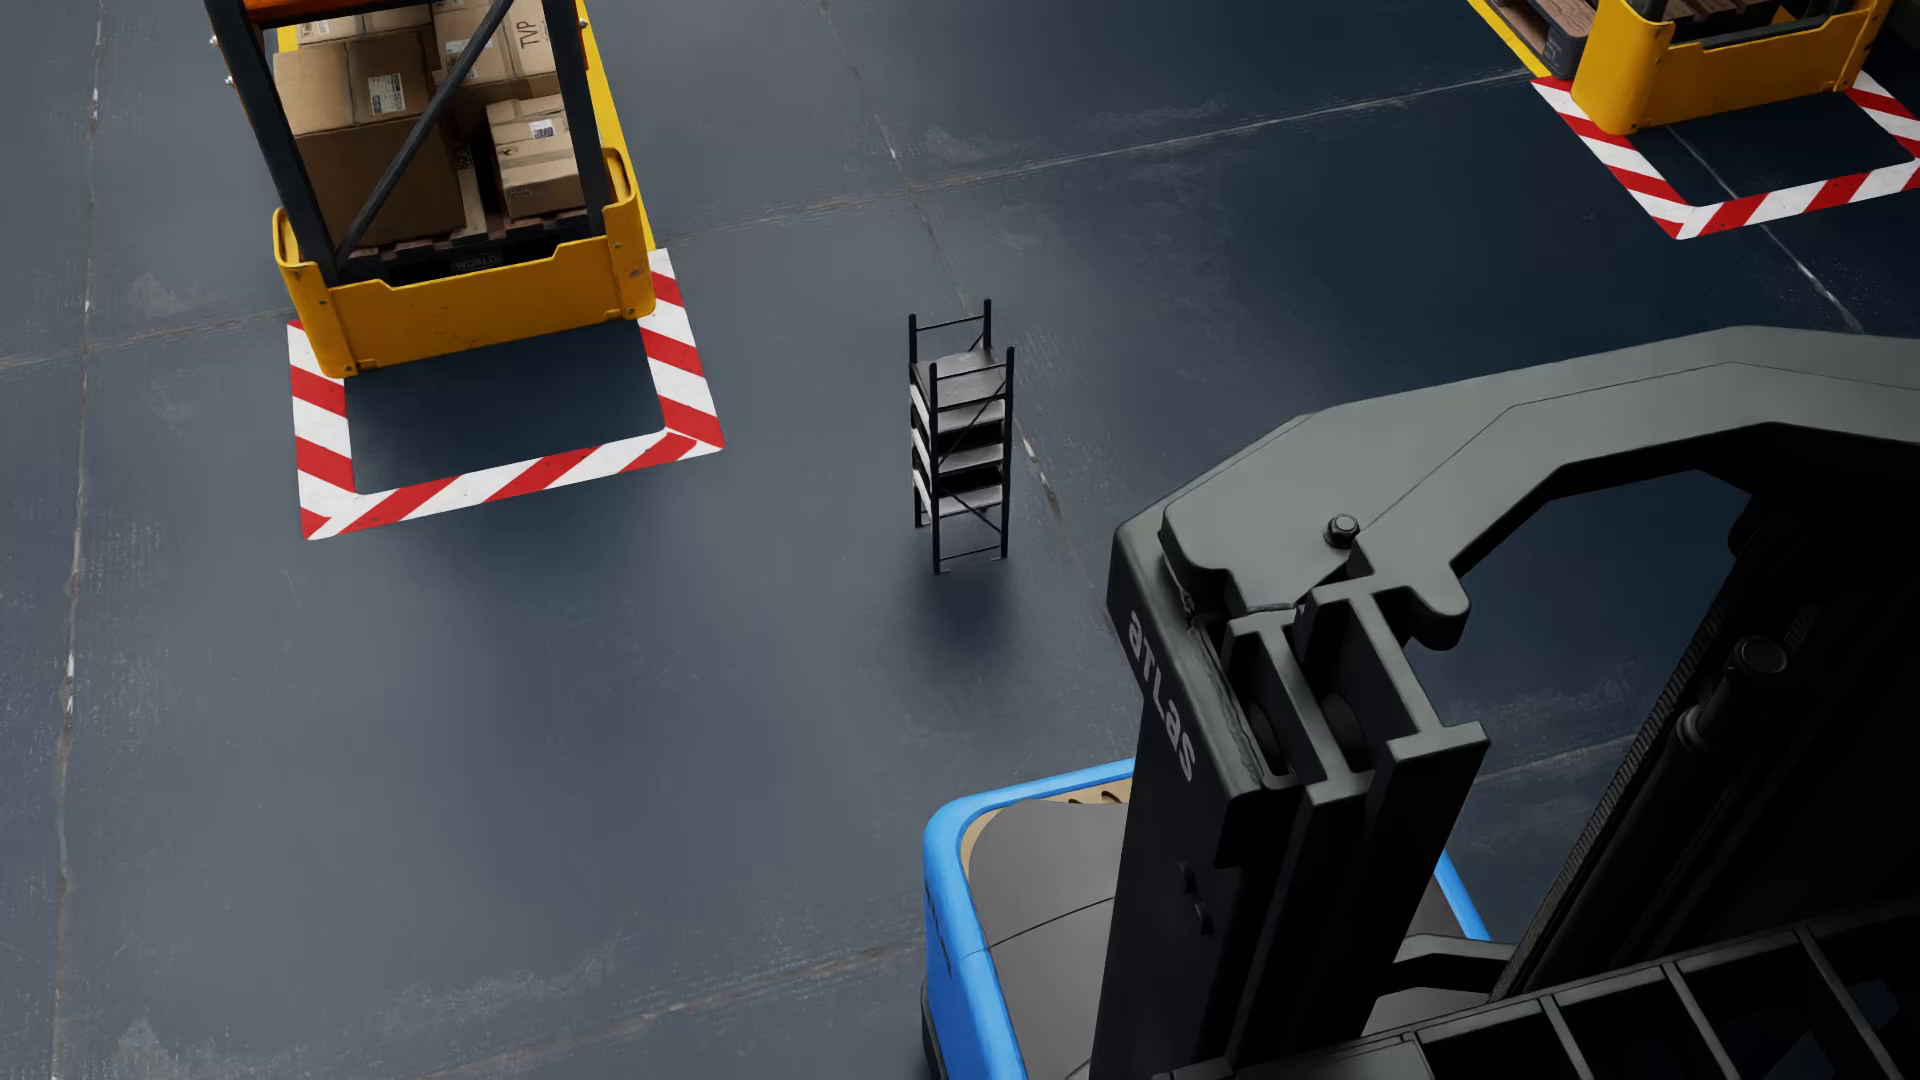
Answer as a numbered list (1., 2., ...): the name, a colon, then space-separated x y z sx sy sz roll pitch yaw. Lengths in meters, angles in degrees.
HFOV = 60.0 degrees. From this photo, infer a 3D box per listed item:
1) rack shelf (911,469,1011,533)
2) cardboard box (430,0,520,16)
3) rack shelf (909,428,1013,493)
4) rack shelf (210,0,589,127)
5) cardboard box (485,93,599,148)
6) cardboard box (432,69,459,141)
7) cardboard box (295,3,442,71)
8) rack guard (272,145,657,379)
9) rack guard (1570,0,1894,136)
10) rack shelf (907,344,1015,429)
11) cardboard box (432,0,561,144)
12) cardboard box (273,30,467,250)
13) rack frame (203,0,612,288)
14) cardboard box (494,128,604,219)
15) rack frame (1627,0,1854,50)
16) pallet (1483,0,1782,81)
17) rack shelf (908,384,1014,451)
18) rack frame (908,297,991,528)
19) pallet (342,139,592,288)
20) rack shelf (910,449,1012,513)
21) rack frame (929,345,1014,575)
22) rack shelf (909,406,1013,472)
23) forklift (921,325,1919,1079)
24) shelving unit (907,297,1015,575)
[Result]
1. rack shelf: 0.002 -0.147 5.064 0.258 0.077 0.200 -13 51 -11
2. cardboard box: -1.844 -2.158 6.618 0.500 0.250 0.500 -13 51 -11
3. rack shelf: 0.002 -0.263 4.926 0.258 0.077 0.200 -13 51 -11
4. rack shelf: -2.250 -2.940 6.237 1.077 0.370 4.000 -13 51 -11
5. cardboard box: -1.528 -1.506 6.123 0.380 0.166 0.250 -13 51 -11
6. cardboard box: -2.089 -1.597 6.200 0.380 0.166 0.250 -13 51 -11
7. cardboard box: -2.307 -2.009 6.492 0.500 0.250 0.500 -13 51 -11
8. rack guard: -1.681 -0.961 5.733 1.175 0.500 0.348 -13 51 -11
9. rack guard: 3.079 -2.011 6.618 1.175 0.500 0.348 -13 51 -11
10. rack shelf: 0.002 -0.437 4.720 0.258 0.077 0.200 -13 51 -11
11. cardboard box: -1.696 -1.793 6.310 0.500 0.250 0.500 -13 51 -11
12. cardboard box: -2.055 -1.389 5.806 0.500 0.500 0.500 -13 51 -11
13. rack frame: -1.659 -1.711 4.731 1.000 3.000 0.127 -13 51 -11
14. cardboard box: -1.454 -1.318 5.976 0.380 0.149 0.250 -13 51 -11
15. rack frame: 3.072 -2.834 5.677 1.000 3.000 0.127 -13 51 -11
16. pallet: 2.761 -2.501 7.221 1.003 0.211 1.213 -13 51 -11
17. rack shelf: 0.002 -0.379 4.789 0.258 0.077 0.200 -13 51 -11
18. rack frame: -0.028 -0.358 4.964 0.240 0.900 0.006 -13 51 -11
19. pallet: -1.918 -1.450 6.334 1.003 0.211 1.213 -13 51 -11
20. rack shelf: 0.002 -0.205 4.995 0.258 0.077 0.200 -13 51 -11
21. rack frame: 0.032 -0.210 4.838 0.240 0.900 0.006 -13 51 -11
22. rack shelf: 0.002 -0.321 4.858 0.258 0.077 0.200 -13 51 -11
23. forklift: 0.783 1.286 2.249 1.130 2.935 3.031 -12 51 -10
24. shelving unit: 0.002 -0.284 4.901 0.258 0.900 0.210 -13 51 -11
